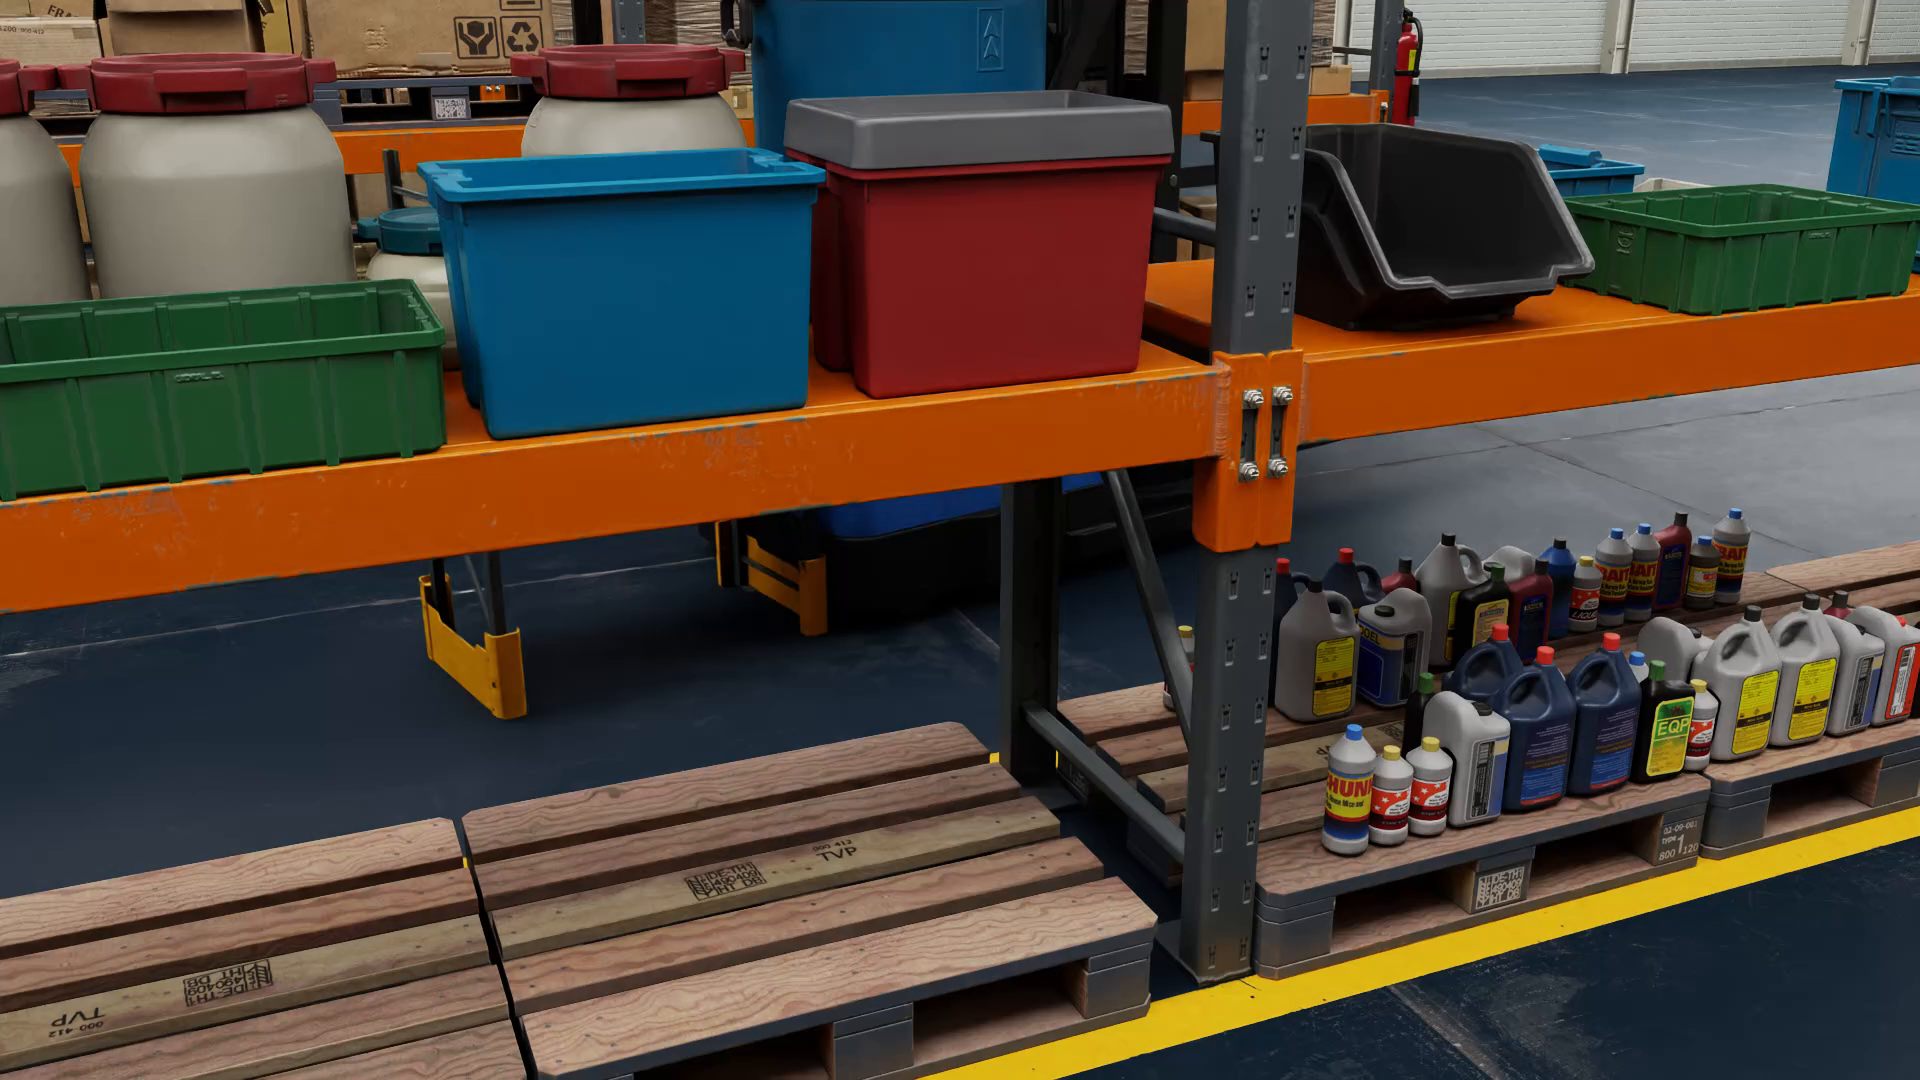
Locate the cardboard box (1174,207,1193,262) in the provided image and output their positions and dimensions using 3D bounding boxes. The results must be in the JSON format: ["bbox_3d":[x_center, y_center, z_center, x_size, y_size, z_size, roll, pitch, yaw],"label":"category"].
[{"bbox_3d":[0.946,-1.545,9.025,0.500,0.500,0.500,-3,20,-8],"label":"cardboard box"}]

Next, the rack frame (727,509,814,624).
[{"bbox_3d":[-0.610,-0.490,5.154,0.032,1.500,0.500,-14,24,-34],"label":"rack frame"}]

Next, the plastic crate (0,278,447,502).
[{"bbox_3d":[-1.137,-0.240,2.508,0.662,0.188,0.450,-8,21,-22],"label":"plastic crate"}]

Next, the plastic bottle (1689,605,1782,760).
[{"bbox_3d":[1.820,0.326,3.906,0.185,0.351,0.144,-8,21,-22],"label":"plastic bottle"}]

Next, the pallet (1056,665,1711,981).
[{"bbox_3d":[0.984,0.584,4.045,1.213,0.211,1.003,-8,21,-22],"label":"pallet"}]

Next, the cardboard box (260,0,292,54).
[{"bbox_3d":[-4.784,-3.456,11.170,0.500,0.500,0.500,-8,21,-21],"label":"cardboard box"}]

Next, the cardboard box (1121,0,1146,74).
[{"bbox_3d":[0.658,-2.661,8.464,0.500,0.500,0.875,-8,21,-22],"label":"cardboard box"}]

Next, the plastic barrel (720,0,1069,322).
[{"bbox_3d":[-0.124,-0.934,3.402,0.708,0.901,0.600,-8,21,-22],"label":"plastic barrel"}]

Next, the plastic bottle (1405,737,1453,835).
[{"bbox_3d":[1.003,0.522,3.575,0.097,0.201,0.097,0,19,0],"label":"plastic bottle"}]

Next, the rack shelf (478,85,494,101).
[{"bbox_3d":[-5.320,-3.089,11.363,4.000,0.370,1.077,-8,21,-22],"label":"rack shelf"}]

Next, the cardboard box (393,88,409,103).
[{"bbox_3d":[-4.804,-3.827,14.999,0.500,0.500,0.500,-8,21,-22],"label":"cardboard box"}]

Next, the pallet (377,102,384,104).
[{"bbox_3d":[-6.759,-5.478,21.262,1.213,0.211,1.003,-8,21,-22],"label":"pallet"}]

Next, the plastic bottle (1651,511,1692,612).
[{"bbox_3d":[2.020,0.060,4.764,0.133,0.283,0.061,-8,21,-21],"label":"plastic bottle"}]

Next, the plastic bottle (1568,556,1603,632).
[{"bbox_3d":[1.738,0.145,4.644,0.097,0.201,0.097,0,19,0],"label":"plastic bottle"}]

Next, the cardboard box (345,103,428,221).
[{"bbox_3d":[-4.018,-2.720,11.985,0.750,0.750,1.050,-8,21,-22],"label":"cardboard box"}]

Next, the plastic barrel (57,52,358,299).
[{"bbox_3d":[-1.289,-0.564,2.903,0.433,0.535,0.433,0,19,0],"label":"plastic barrel"}]

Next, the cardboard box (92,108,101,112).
[{"bbox_3d":[-10.004,-5.419,19.840,0.625,0.625,0.875,-7,21,-20],"label":"cardboard box"}]

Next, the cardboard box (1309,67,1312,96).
[{"bbox_3d":[1.652,-2.441,8.815,0.250,0.149,0.380,-8,21,-22],"label":"cardboard box"}]

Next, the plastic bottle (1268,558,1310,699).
[{"bbox_3d":[0.828,0.214,4.225,0.185,0.351,0.144,-9,21,-23],"label":"plastic bottle"}]

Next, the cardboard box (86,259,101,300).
[{"bbox_3d":[-3.655,-0.916,7.209,0.500,0.500,0.700,-6,20,-17],"label":"cardboard box"}]

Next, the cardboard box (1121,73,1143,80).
[{"bbox_3d":[0.740,-2.304,8.427,0.250,0.149,0.380,-8,21,-22],"label":"cardboard box"}]

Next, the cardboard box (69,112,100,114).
[{"bbox_3d":[-8.012,-3.791,15.597,0.625,0.372,0.950,-9,21,-23],"label":"cardboard box"}]

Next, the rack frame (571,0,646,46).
[{"bbox_3d":[-1.611,-2.166,7.657,0.127,3.000,1.000,-8,21,-22],"label":"rack frame"}]

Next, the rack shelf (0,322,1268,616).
[{"bbox_3d":[-1.486,-0.053,2.740,4.000,0.370,1.077,-8,21,-22],"label":"rack shelf"}]

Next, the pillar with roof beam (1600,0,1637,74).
[{"bbox_3d":[13.403,-11.296,24.553,0.400,9.000,9.100,-8,21,-22],"label":"pillar with roof beam"}]

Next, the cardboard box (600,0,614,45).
[{"bbox_3d":[-2.653,-3.894,12.339,0.550,0.550,0.875,-8,21,-22],"label":"cardboard box"}]

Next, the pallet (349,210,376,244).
[{"bbox_3d":[-4.162,-2.252,12.100,1.213,0.211,1.003,-8,21,-22],"label":"pallet"}]

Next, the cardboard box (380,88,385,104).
[{"bbox_3d":[-7.141,-5.728,21.281,0.500,0.250,0.500,-8,21,-21],"label":"cardboard box"}]

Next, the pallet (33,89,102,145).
[{"bbox_3d":[-3.483,-1.822,6.970,1.213,0.211,1.003,-8,21,-22],"label":"pallet"}]

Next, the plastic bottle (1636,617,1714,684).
[{"bbox_3d":[1.738,0.319,4.037,0.135,0.276,0.152,-8,21,-22],"label":"plastic bottle"}]

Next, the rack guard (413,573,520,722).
[{"bbox_3d":[-1.427,0.300,4.792,0.087,0.250,0.587,-14,24,-34],"label":"rack guard"}]

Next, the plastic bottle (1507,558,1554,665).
[{"bbox_3d":[1.494,0.190,4.393,0.133,0.283,0.061,-8,21,-22],"label":"plastic bottle"}]

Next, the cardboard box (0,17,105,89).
[{"bbox_3d":[-3.654,-1.917,6.545,0.500,0.250,0.500,-9,21,-23],"label":"cardboard box"}]

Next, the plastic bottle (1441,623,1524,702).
[{"bbox_3d":[1.199,0.363,3.801,0.185,0.351,0.144,-8,21,-22],"label":"plastic bottle"}]

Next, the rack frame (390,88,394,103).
[{"bbox_3d":[-5.537,-5.188,16.240,0.127,3.000,1.000,-8,21,-22],"label":"rack frame"}]

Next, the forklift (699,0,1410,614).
[{"bbox_3d":[0.579,-1.505,5.885,3.031,2.935,1.130,-12,23,-31],"label":"forklift"}]

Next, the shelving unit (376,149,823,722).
[{"bbox_3d":[-1.026,-0.387,4.864,1.083,1.500,0.587,-14,24,-34],"label":"shelving unit"}]

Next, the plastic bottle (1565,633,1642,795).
[{"bbox_3d":[1.429,0.382,3.747,0.185,0.351,0.144,-9,21,-24],"label":"plastic bottle"}]

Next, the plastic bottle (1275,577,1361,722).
[{"bbox_3d":[0.885,0.258,4.100,0.185,0.351,0.144,-8,21,-22],"label":"plastic bottle"}]

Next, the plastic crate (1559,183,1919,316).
[{"bbox_3d":[1.709,-0.648,3.665,0.662,0.188,0.450,-8,21,-22],"label":"plastic crate"}]

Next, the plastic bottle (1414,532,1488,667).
[{"bbox_3d":[1.300,0.146,4.417,0.185,0.351,0.144,-8,21,-22],"label":"plastic bottle"}]

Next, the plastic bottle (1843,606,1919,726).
[{"bbox_3d":[2.268,0.295,4.105,0.135,0.276,0.152,-8,21,-22],"label":"plastic bottle"}]
